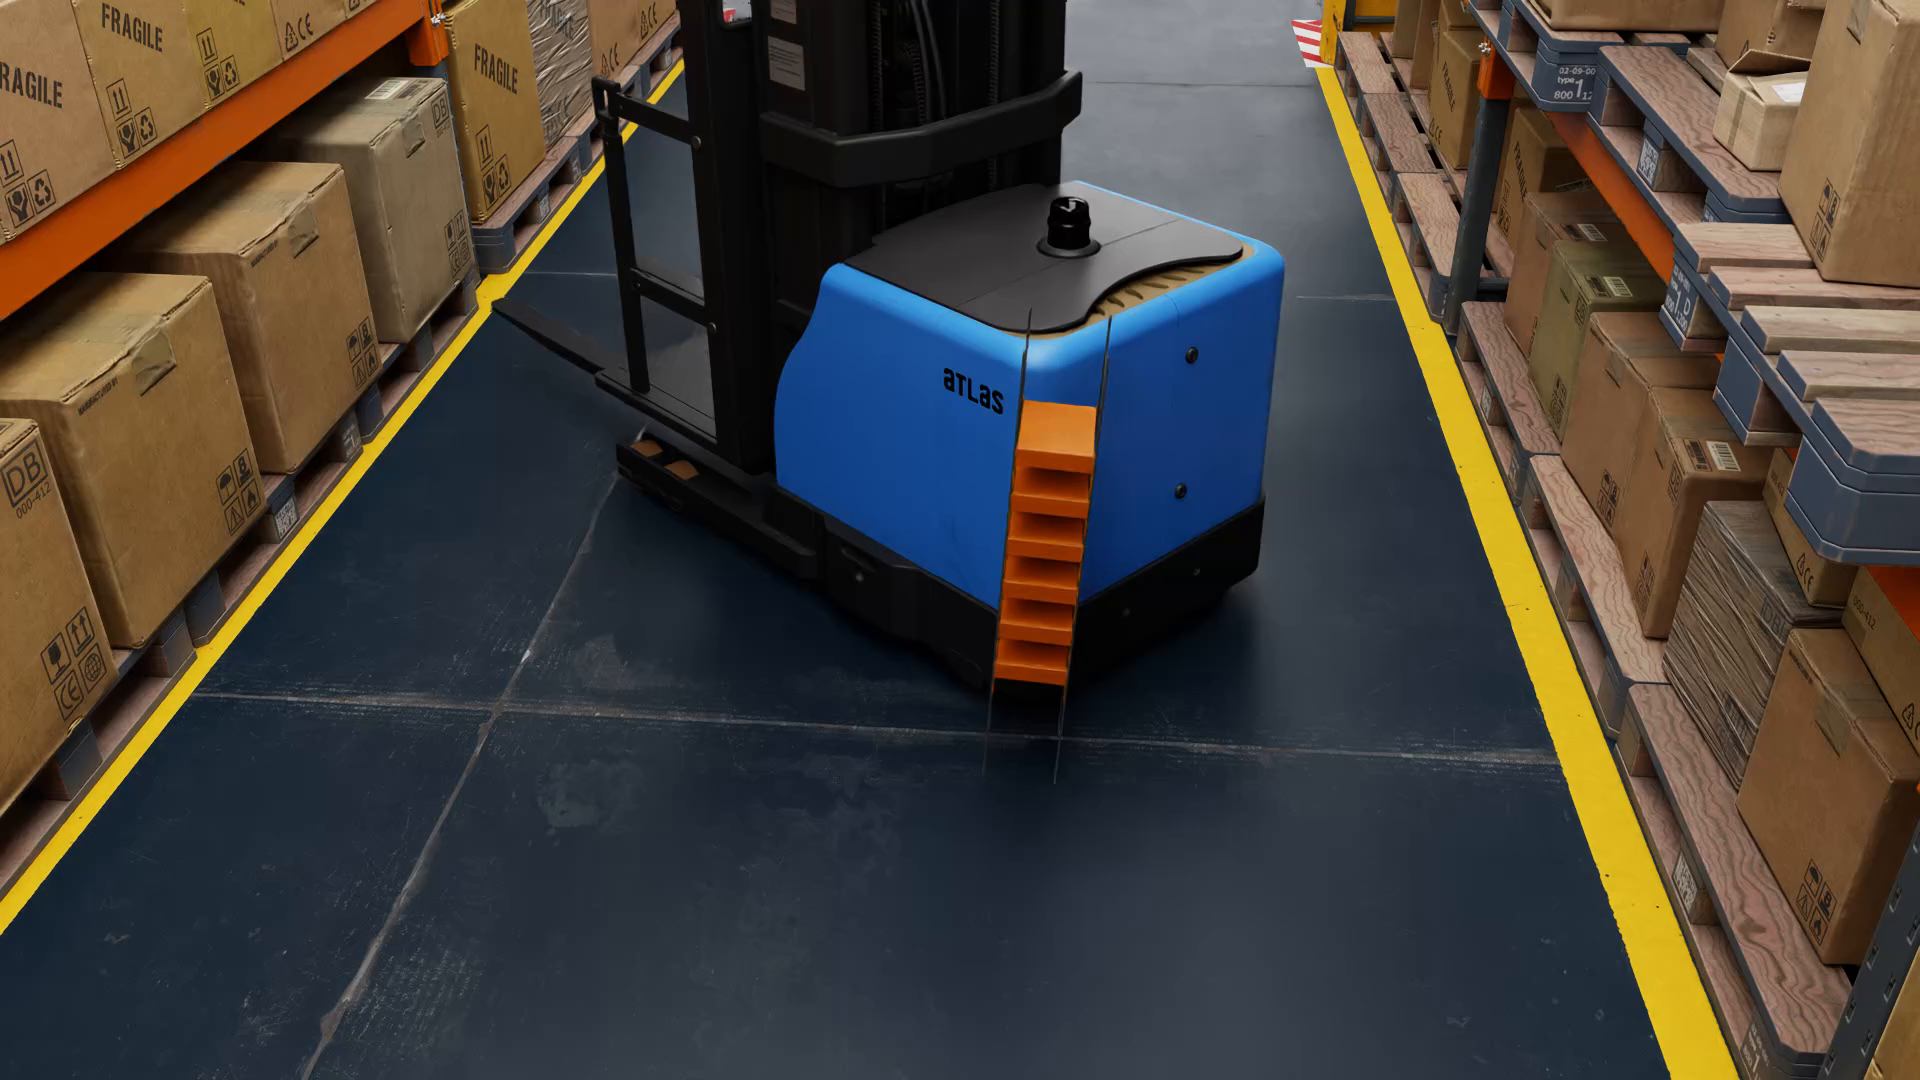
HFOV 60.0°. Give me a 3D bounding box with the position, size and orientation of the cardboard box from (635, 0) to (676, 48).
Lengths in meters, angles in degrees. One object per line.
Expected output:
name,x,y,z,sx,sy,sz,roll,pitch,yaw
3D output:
cardboard box,-2.181,-3.355,9.460,0.875,0.875,0.875,3,32,4

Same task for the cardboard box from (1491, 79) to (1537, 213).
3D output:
cardboard box,2.529,-1.704,7.138,0.500,0.500,0.500,13,34,19

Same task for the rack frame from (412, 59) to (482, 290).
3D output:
rack frame,-2.518,-2.346,6.198,1.000,3.000,0.127,2,32,4

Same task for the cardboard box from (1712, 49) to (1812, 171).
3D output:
cardboard box,1.958,-0.995,3.734,0.396,0.266,0.258,2,32,3

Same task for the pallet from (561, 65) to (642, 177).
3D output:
pallet,-2.281,-2.193,8.608,1.003,0.211,1.213,2,32,4

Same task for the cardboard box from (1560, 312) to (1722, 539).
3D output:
cardboard box,2.243,-0.344,4.912,0.700,0.500,0.500,0,32,0

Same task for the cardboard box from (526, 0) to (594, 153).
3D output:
cardboard box,-2.327,-2.418,7.940,0.875,0.875,0.875,3,32,4

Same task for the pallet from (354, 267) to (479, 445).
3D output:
pallet,-2.506,-0.753,6.270,1.003,0.211,1.213,2,32,4

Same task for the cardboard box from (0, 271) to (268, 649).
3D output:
cardboard box,-2.636,-0.248,4.537,1.050,0.750,0.750,3,32,5

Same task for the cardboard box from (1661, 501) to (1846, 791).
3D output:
cardboard box,2.159,0.245,3.957,0.700,0.500,0.500,0,32,0

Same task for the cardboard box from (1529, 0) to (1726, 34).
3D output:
cardboard box,2.213,-2.106,4.837,1.000,1.000,1.000,3,32,4

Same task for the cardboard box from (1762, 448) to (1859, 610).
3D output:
cardboard box,2.150,-0.062,3.740,0.500,0.250,0.500,6,32,10

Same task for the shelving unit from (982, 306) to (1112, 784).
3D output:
shelving unit,0.202,0.044,4.024,0.189,1.200,0.258,6,32,3

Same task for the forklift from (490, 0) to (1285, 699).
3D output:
forklift,-0.487,-1.504,4.896,1.130,2.935,3.031,-27,41,-36

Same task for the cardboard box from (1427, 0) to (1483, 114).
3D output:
cardboard box,2.591,-2.322,8.140,0.500,0.500,0.500,5,32,9

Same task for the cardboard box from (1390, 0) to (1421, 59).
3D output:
cardboard box,2.676,-2.962,9.180,0.500,0.500,0.500,8,33,13

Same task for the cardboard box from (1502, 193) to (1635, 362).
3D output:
cardboard box,2.346,-0.885,5.790,0.700,0.500,0.500,0,32,0

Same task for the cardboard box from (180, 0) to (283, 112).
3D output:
cardboard box,-2.376,-1.576,4.853,0.500,0.500,0.500,3,32,5

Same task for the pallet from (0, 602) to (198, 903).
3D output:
pallet,-2.704,0.523,4.200,1.003,0.211,1.213,2,32,4

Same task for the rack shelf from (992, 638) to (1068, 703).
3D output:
rack shelf,0.182,0.284,4.175,0.180,0.103,0.258,6,32,3

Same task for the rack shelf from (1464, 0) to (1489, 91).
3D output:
rack shelf,2.580,-2.821,7.655,1.077,0.370,4.000,2,32,4

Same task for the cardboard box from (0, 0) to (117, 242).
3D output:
cardboard box,-2.458,-1.050,4.000,0.500,0.500,0.500,2,32,4

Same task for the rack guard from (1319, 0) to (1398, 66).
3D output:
rack guard,2.737,-3.069,9.754,1.175,0.500,0.348,2,32,4

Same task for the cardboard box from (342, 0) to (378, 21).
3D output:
cardboard box,-2.294,-2.105,5.711,0.500,0.500,0.500,2,32,4

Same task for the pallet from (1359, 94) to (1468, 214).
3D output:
pallet,2.534,-1.887,8.111,1.003,0.211,1.213,2,32,4

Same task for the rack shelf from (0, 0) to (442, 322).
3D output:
rack shelf,-2.681,-0.994,4.690,1.077,0.370,4.000,2,32,4

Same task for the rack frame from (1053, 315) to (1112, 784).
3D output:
rack frame,0.292,0.054,4.019,0.006,1.200,0.240,6,32,3

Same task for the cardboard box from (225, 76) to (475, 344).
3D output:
cardboard box,-2.479,-1.239,6.146,1.050,0.750,0.750,2,32,4

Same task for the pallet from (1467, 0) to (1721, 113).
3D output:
pallet,2.210,-1.607,5.181,1.003,0.211,1.213,2,32,4

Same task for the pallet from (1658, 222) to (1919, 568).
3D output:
pallet,2.044,-0.286,3.037,1.213,0.211,1.003,2,32,4

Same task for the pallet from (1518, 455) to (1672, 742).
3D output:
pallet,2.259,0.152,4.802,1.003,0.211,1.213,2,32,4

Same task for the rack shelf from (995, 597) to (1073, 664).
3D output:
rack shelf,0.190,0.183,4.111,0.180,0.103,0.258,6,32,3

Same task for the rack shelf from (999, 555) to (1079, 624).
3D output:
rack shelf,0.199,0.082,4.047,0.180,0.103,0.258,6,32,3

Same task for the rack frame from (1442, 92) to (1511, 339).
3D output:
rack frame,2.417,-2.082,5.769,1.000,3.000,0.127,2,32,4
